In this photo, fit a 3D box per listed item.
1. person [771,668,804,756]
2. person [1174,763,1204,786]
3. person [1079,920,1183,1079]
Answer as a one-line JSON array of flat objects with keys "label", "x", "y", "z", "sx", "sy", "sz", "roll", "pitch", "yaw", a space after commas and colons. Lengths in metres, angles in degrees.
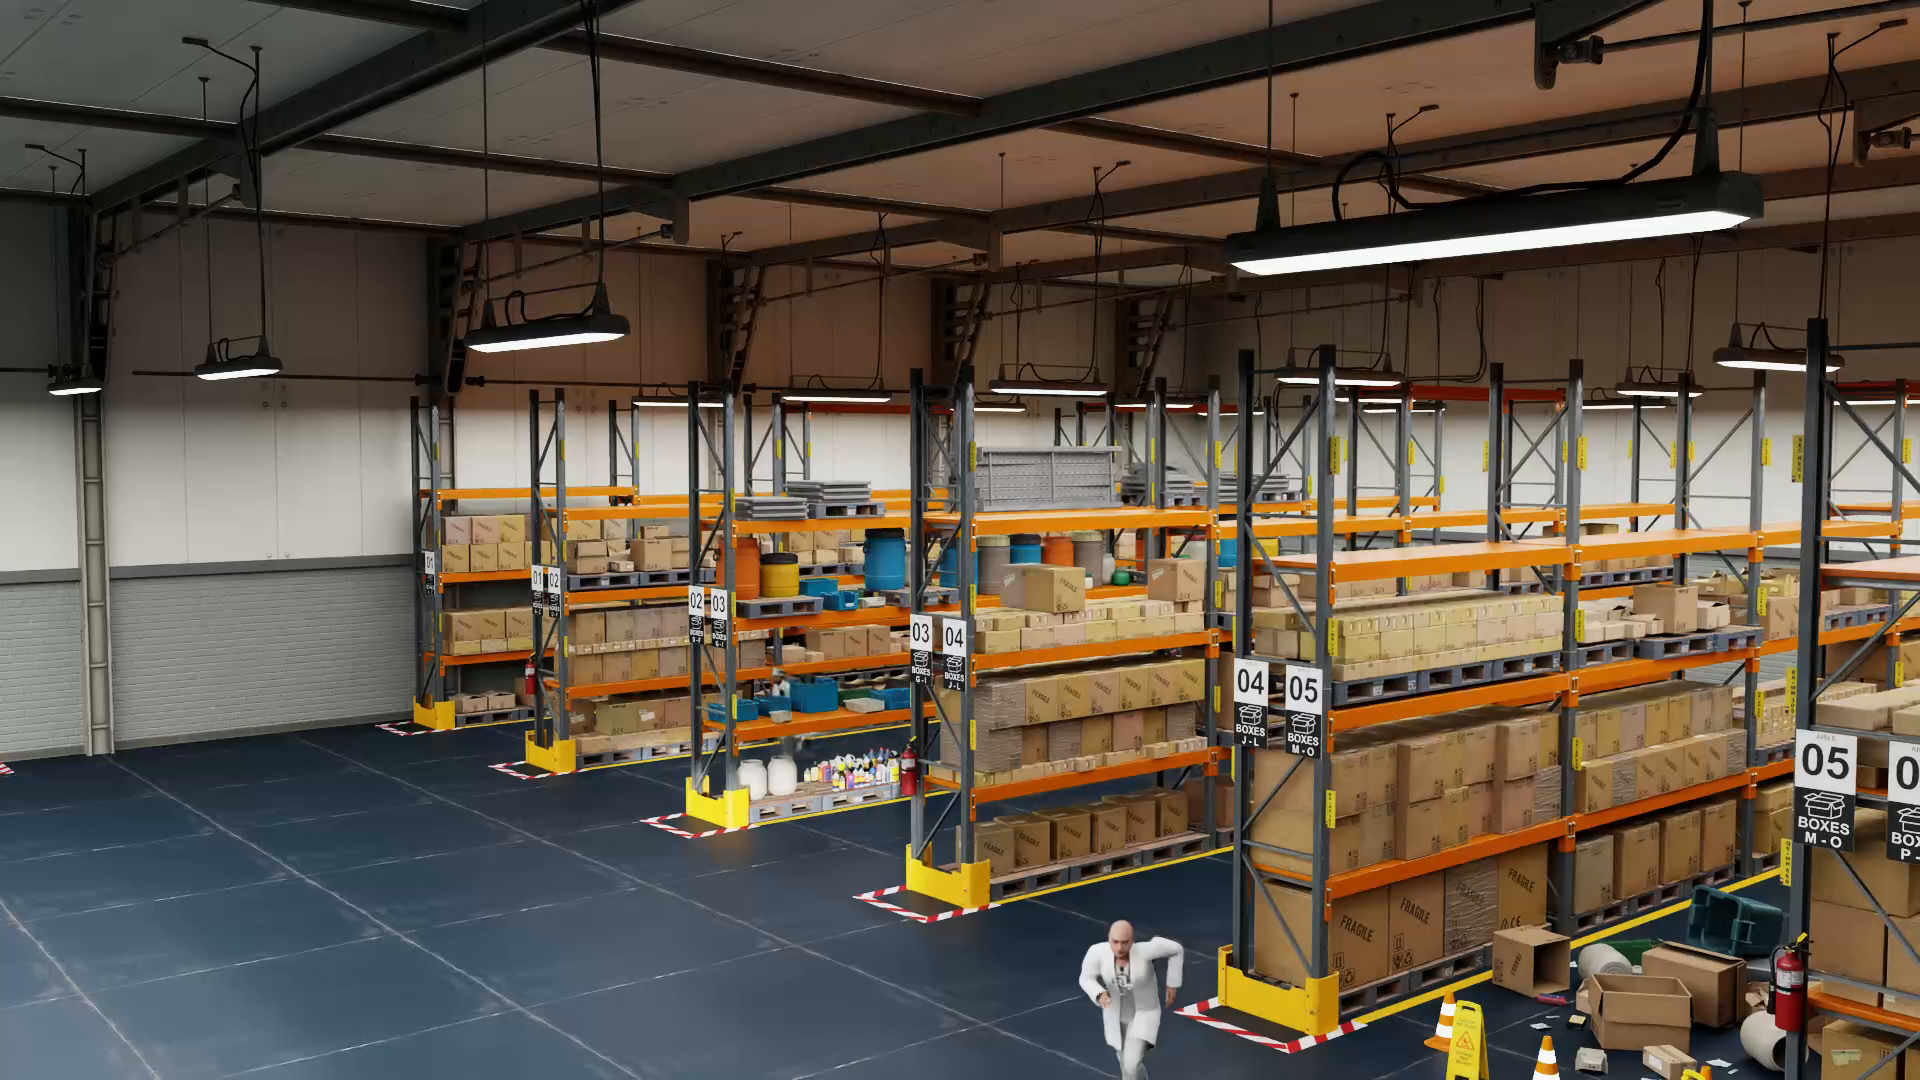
[{"label": "person", "x": -2.739, "y": 2.815, "z": 26.575, "sx": 0.565, "sy": 1.620, "sz": 0.709, "roll": 3, "pitch": 4, "yaw": 37}, {"label": "person", "x": 3.492, "y": 2.792, "z": 25.086, "sx": 0.659, "sy": 1.674, "sz": 0.693, "roll": -3, "pitch": 4, "yaw": -37}, {"label": "person", "x": 1.303, "y": 3.619, "z": 12.491, "sx": 0.753, "sy": 1.734, "sz": 1.072, "roll": 1, "pitch": 4, "yaw": 17}]
